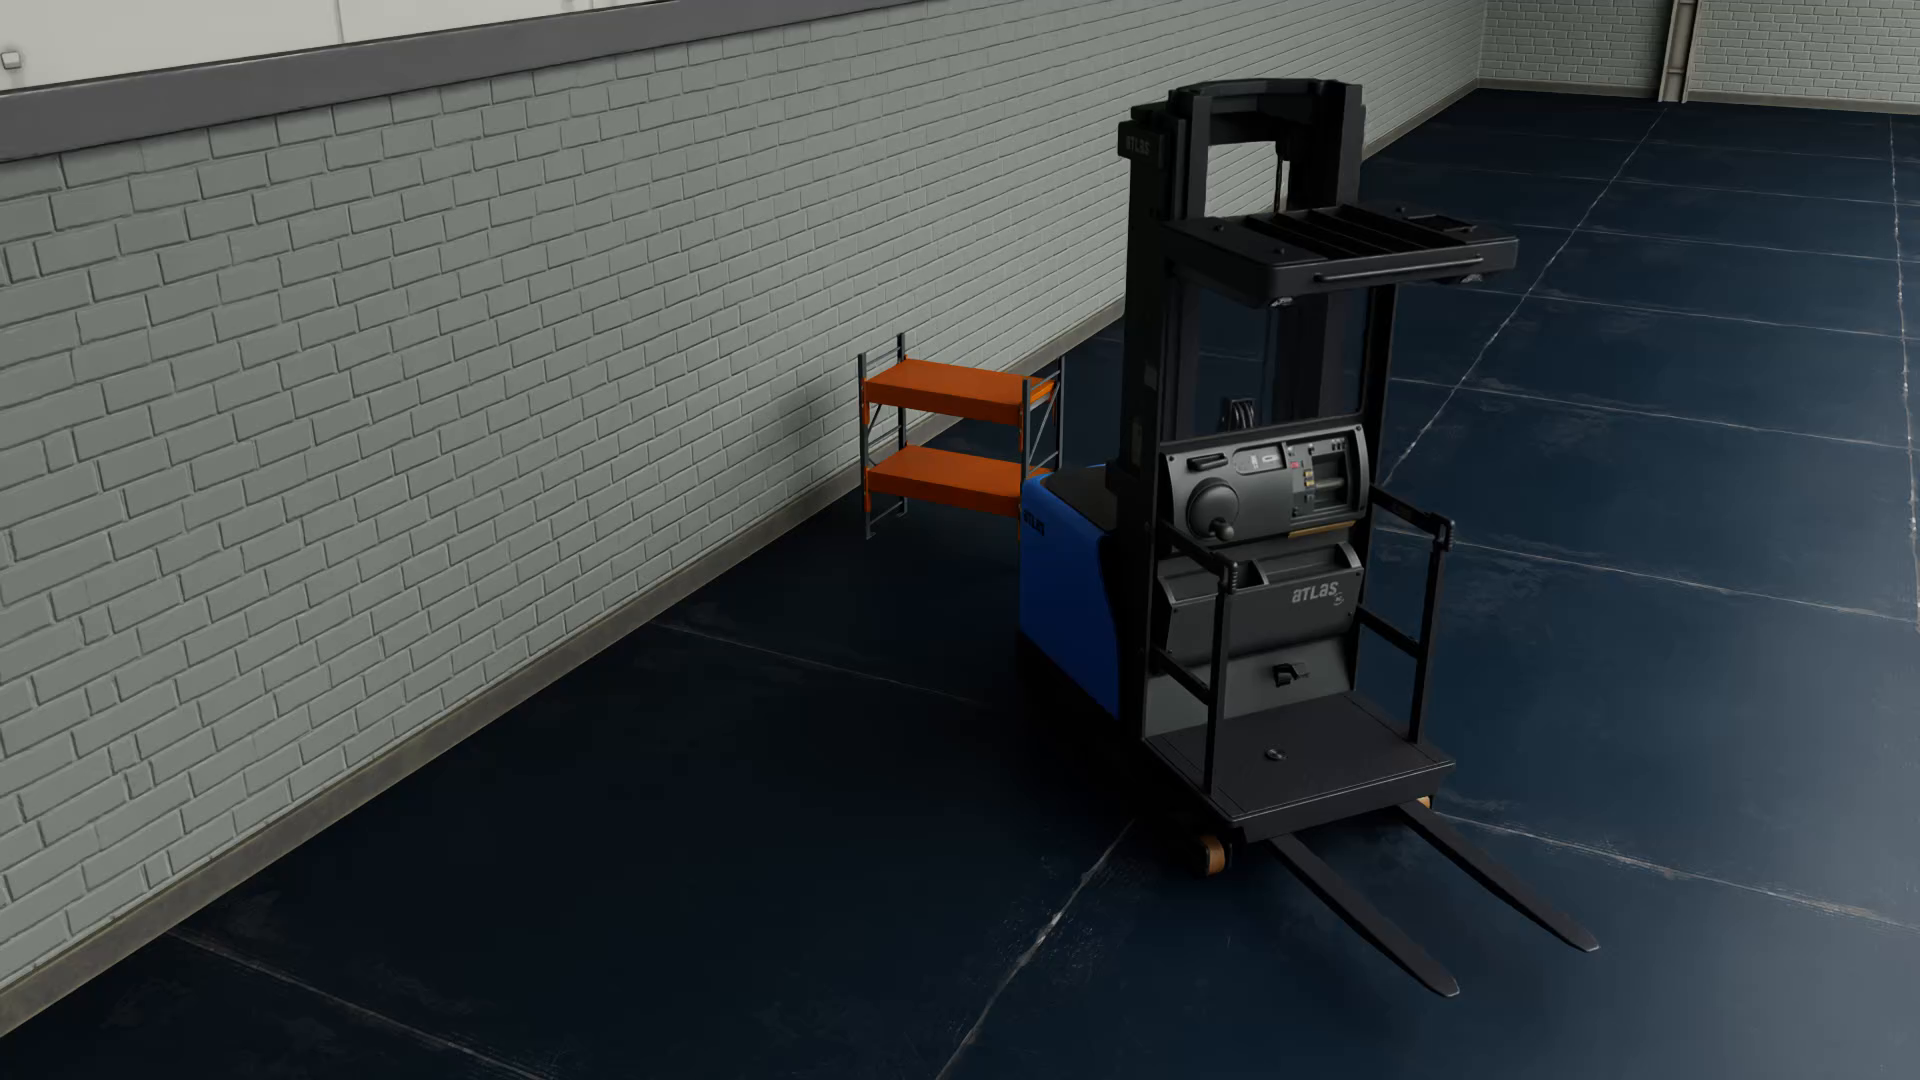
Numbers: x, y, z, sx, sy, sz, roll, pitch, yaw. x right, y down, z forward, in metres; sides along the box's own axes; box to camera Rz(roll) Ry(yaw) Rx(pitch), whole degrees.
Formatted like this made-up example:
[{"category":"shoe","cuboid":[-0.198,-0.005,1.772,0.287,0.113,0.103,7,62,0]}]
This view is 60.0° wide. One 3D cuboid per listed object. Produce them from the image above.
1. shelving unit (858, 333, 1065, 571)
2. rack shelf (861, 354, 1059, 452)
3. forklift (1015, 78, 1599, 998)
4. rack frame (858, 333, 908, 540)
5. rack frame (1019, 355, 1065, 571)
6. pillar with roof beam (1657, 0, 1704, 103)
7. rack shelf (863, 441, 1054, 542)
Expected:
[{"category":"shelving unit","cuboid":[0.006,-0.516,9.527,1.048,1.125,0.538,11,25,25]},{"category":"rack shelf","cuboid":[0.006,-0.786,9.413,1.000,0.278,0.538,11,25,25]},{"category":"forklift","cuboid":[1.325,-0.205,6.487,1.130,2.935,3.031,-10,25,-22]},{"category":"rack frame","cuboid":[-0.448,-0.606,9.738,0.032,1.125,0.500,11,25,25]},{"category":"rack frame","cuboid":[0.460,-0.427,9.316,0.032,1.125,0.500,11,25,25]},{"category":"pillar with roof beam","cuboid":[9.075,-9.431,20.428,0.400,9.000,9.100,11,25,25]},{"category":"rack shelf","cuboid":[0.006,-0.291,9.623,1.000,0.278,0.538,11,25,25]}]
